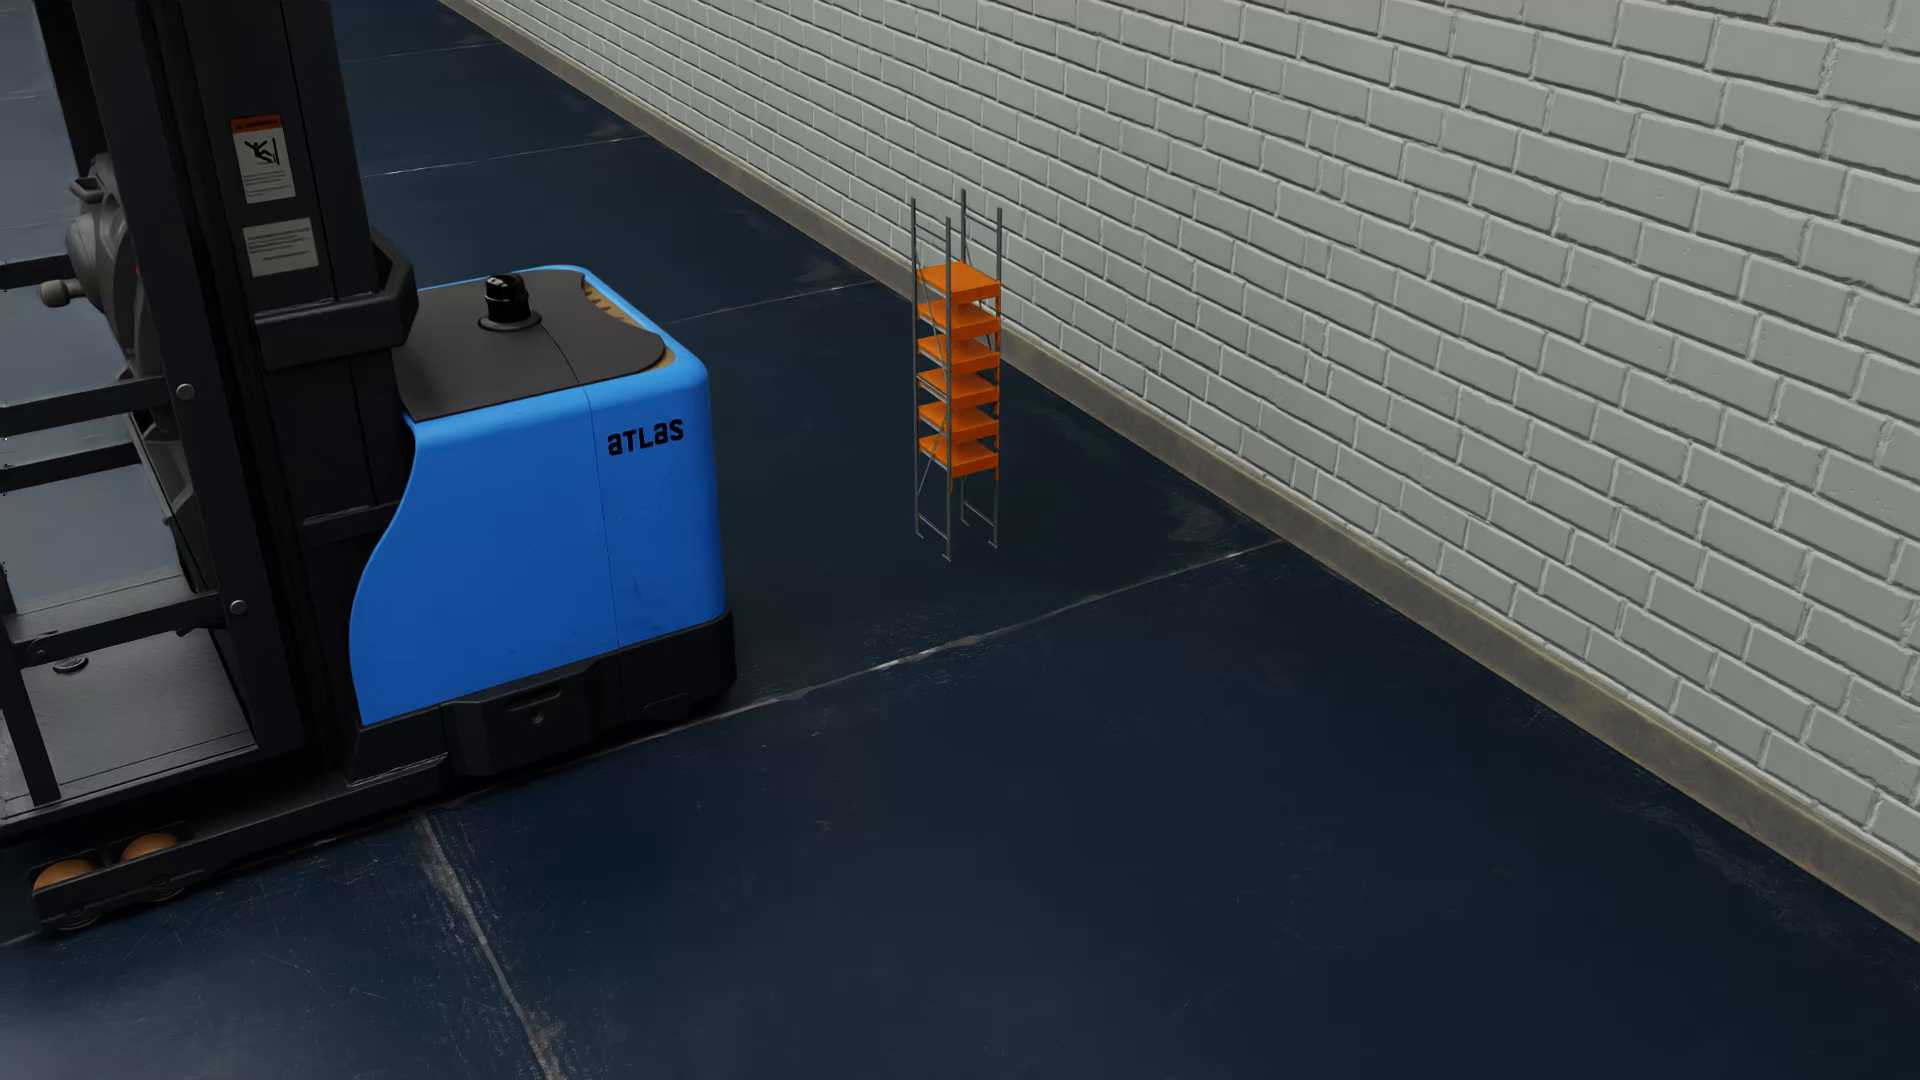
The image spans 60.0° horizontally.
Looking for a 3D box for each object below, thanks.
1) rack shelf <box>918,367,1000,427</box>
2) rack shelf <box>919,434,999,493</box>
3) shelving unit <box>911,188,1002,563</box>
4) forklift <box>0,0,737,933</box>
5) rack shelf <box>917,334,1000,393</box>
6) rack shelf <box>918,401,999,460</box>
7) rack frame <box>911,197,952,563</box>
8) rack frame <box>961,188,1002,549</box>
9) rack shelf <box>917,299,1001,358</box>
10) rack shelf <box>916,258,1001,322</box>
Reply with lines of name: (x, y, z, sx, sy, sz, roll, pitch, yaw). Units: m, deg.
rack shelf: (-0.012, -0.483, 5.475, 0.180, 0.103, 0.258, -16, 33, -26)
rack shelf: (-0.012, -0.273, 5.591, 0.180, 0.103, 0.258, -16, 33, -26)
shelving unit: (-0.012, -0.522, 5.454, 0.189, 1.200, 0.258, -16, 33, -26)
forklift: (-2.178, -0.630, 3.858, 3.031, 2.935, 1.130, -17, 33, -28)
rack shelf: (-0.012, -0.588, 5.417, 0.180, 0.103, 0.258, -16, 33, -26)
rack shelf: (-0.012, -0.378, 5.533, 0.180, 0.103, 0.258, -16, 33, -26)
rack frame: (-0.091, -0.499, 5.413, 0.006, 1.200, 0.240, -16, 33, -26)
rack frame: (0.066, -0.544, 5.494, 0.006, 1.200, 0.240, -16, 33, -26)
rack shelf: (-0.012, -0.693, 5.359, 0.180, 0.103, 0.258, -16, 33, -26)
rack shelf: (-0.012, -0.798, 5.301, 0.180, 0.103, 0.258, -16, 33, -26)
